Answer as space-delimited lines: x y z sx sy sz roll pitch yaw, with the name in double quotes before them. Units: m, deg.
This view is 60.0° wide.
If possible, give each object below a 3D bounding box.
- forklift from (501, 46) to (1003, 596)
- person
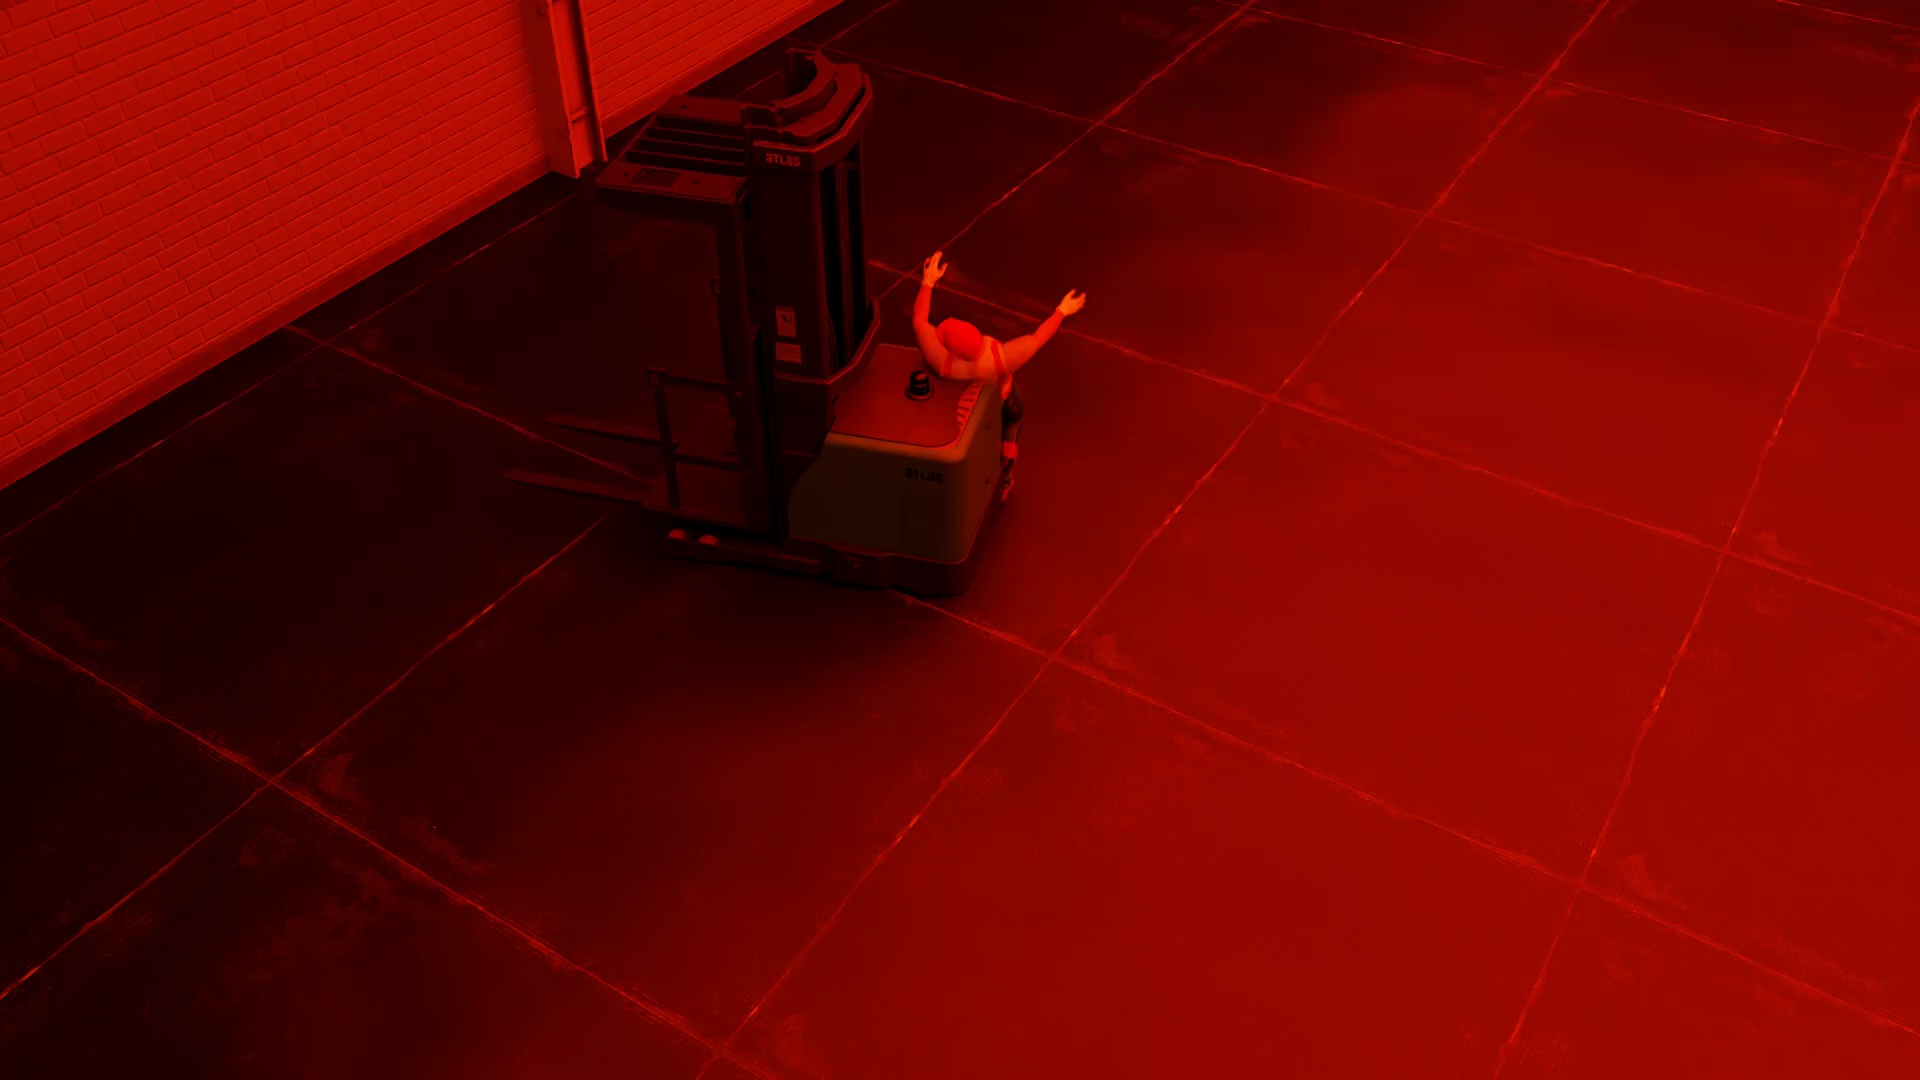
"forklift" -1.311 -1.305 9.507 3.031 2.935 1.130 10 41 11
"person" 0.267 -0.910 10.023 1.080 1.621 0.702 -9 41 -10
